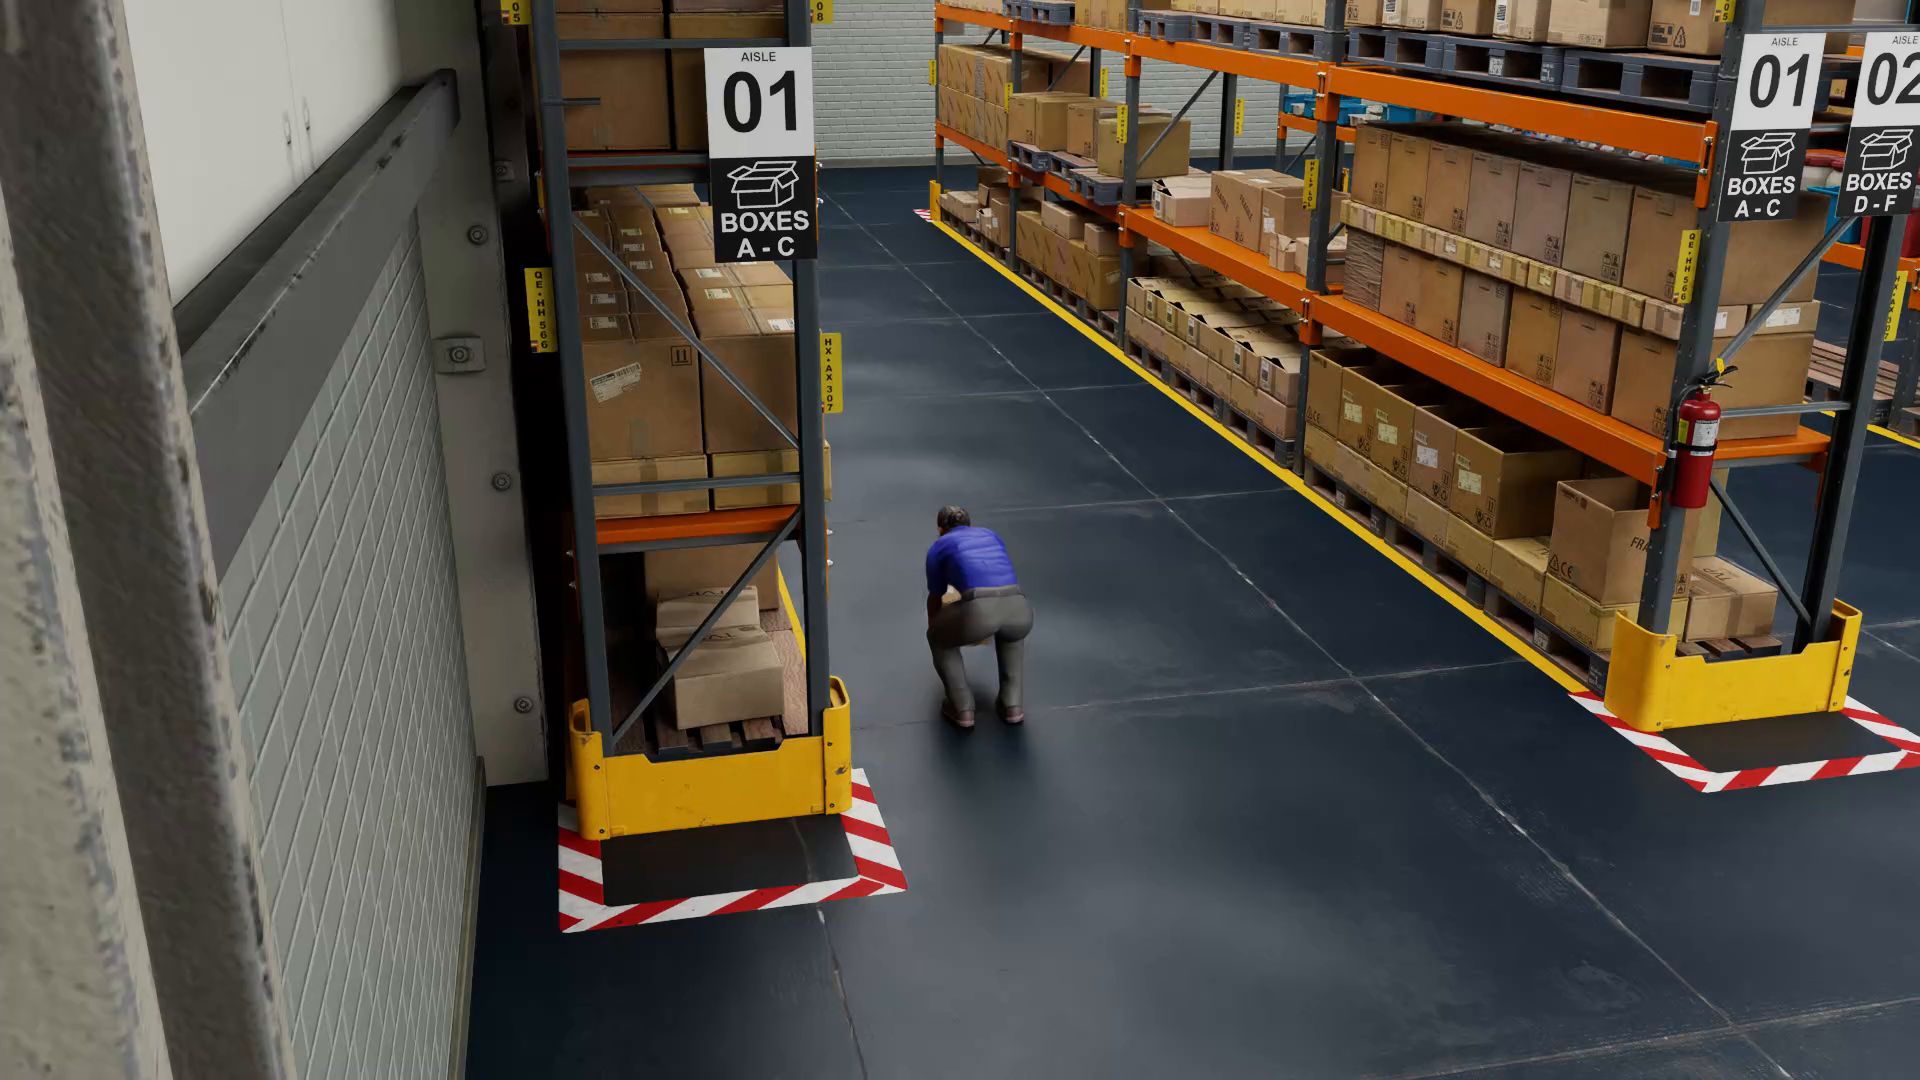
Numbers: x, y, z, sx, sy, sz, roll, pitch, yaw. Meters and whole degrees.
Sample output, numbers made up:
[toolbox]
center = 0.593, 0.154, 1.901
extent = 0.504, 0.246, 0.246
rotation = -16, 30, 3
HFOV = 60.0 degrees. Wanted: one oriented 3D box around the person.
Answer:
[person]
center = 0.073, 0.369, 8.128
extent = 0.472, 0.938, 0.870
rotation = -5, 20, -14
